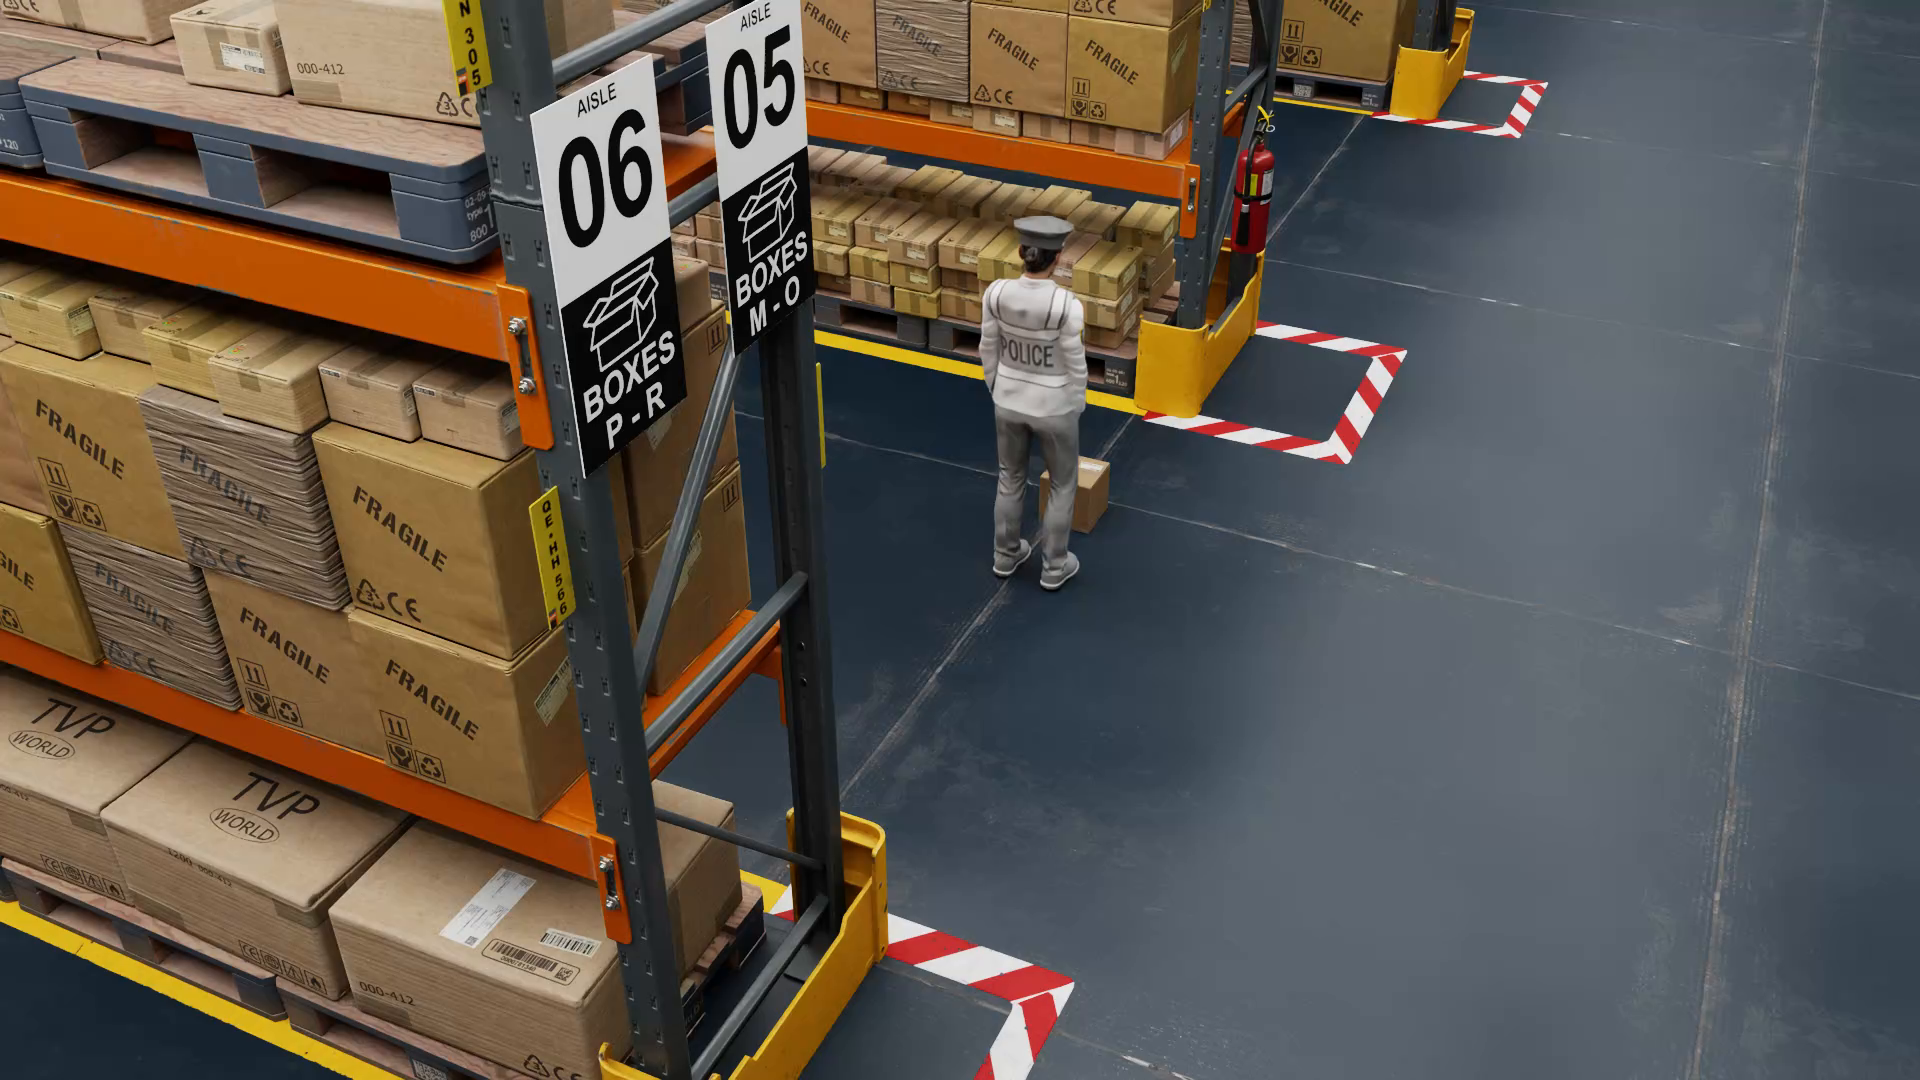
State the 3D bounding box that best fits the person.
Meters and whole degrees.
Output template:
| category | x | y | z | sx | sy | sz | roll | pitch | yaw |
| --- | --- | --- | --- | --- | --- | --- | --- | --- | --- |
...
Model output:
| category | x | y | z | sx | sy | sz | roll | pitch | yaw |
| --- | --- | --- | --- | --- | --- | --- | --- | --- | --- |
| person | 0.308 | -0.561 | 6.993 | 0.479 | 1.657 | 0.352 | 15 | 37 | 21 |
